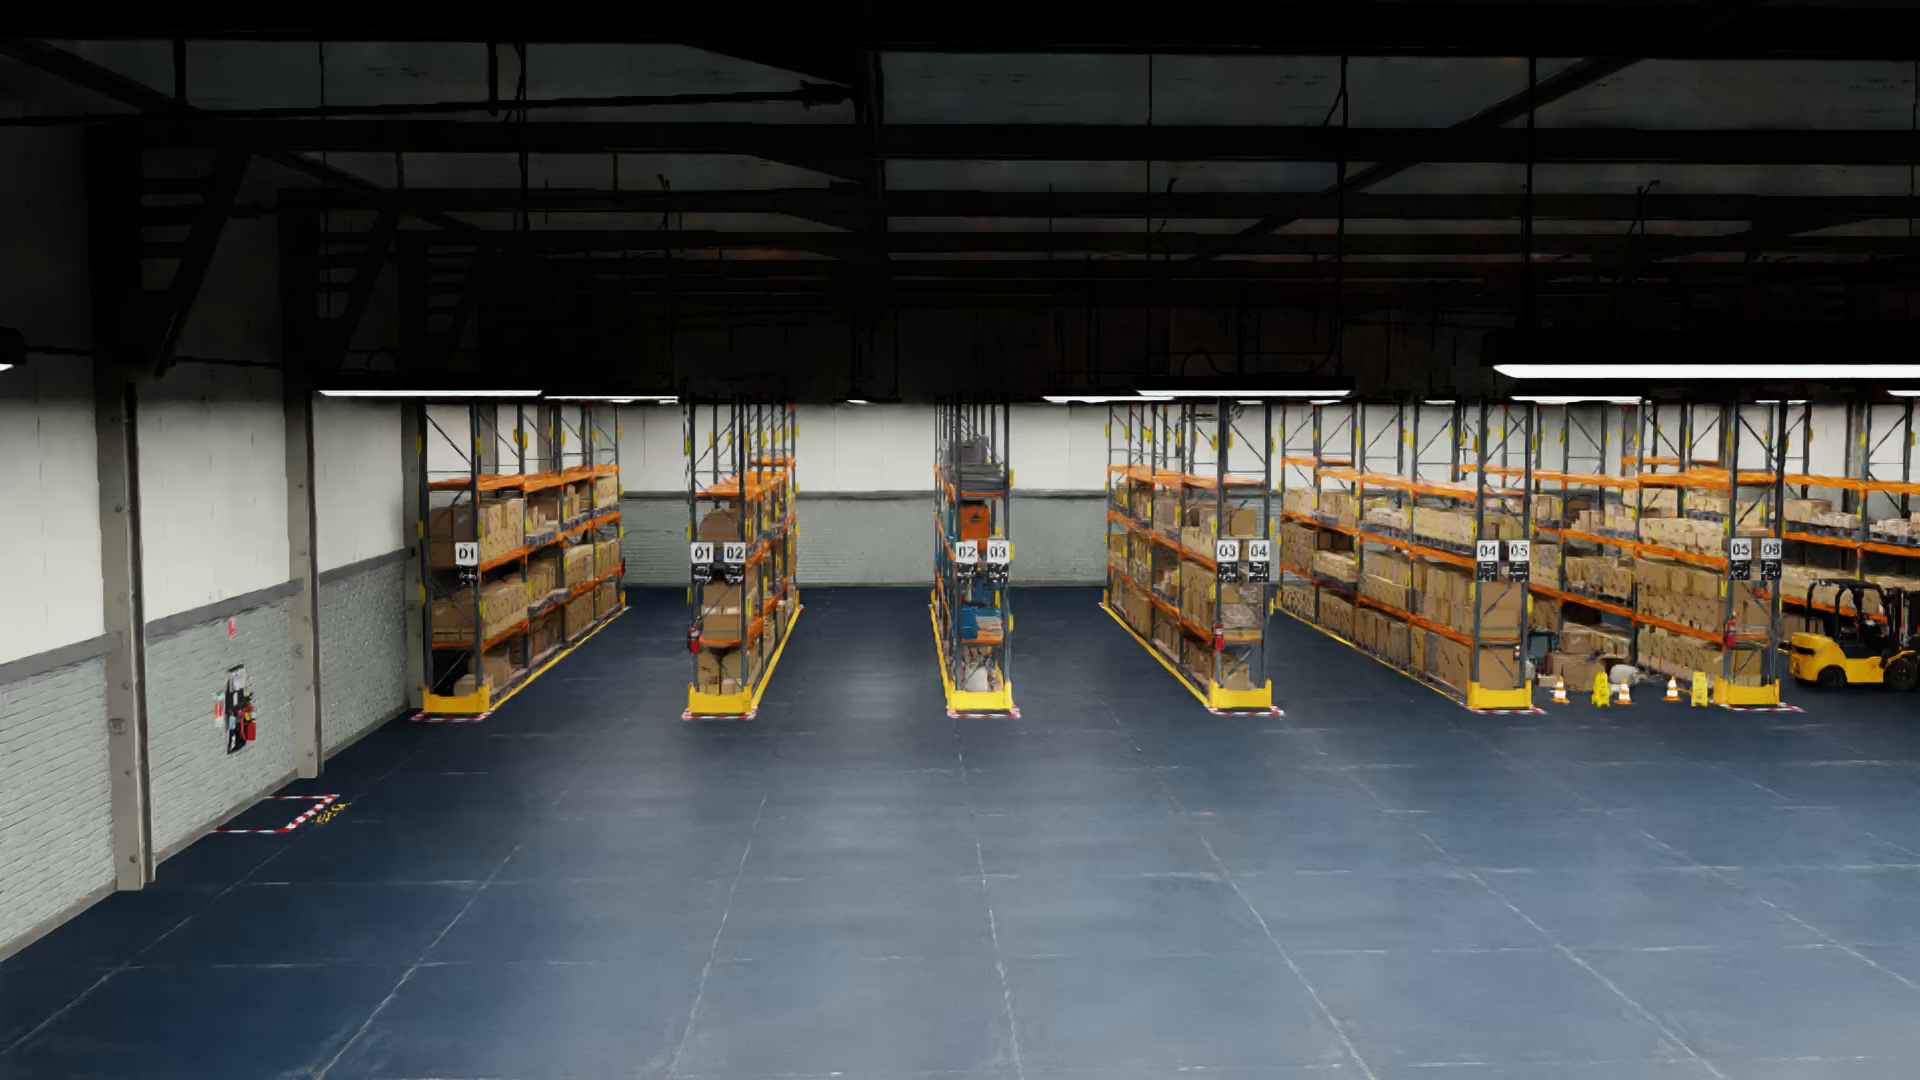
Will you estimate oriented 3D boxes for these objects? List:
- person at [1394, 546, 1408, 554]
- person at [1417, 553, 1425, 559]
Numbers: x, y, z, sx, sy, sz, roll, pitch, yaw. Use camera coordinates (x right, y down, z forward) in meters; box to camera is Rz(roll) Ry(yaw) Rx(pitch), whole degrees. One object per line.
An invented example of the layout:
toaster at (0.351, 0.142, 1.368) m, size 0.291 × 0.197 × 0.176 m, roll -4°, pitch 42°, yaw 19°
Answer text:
person at (13.803, 0.737, 51.976) m, size 0.521 × 1.665 × 0.548 m, roll 3°, pitch 6°, yaw 34°
person at (13.194, 1.125, 47.471) m, size 0.480 × 1.594 × 0.536 m, roll -1°, pitch 5°, yaw -13°
